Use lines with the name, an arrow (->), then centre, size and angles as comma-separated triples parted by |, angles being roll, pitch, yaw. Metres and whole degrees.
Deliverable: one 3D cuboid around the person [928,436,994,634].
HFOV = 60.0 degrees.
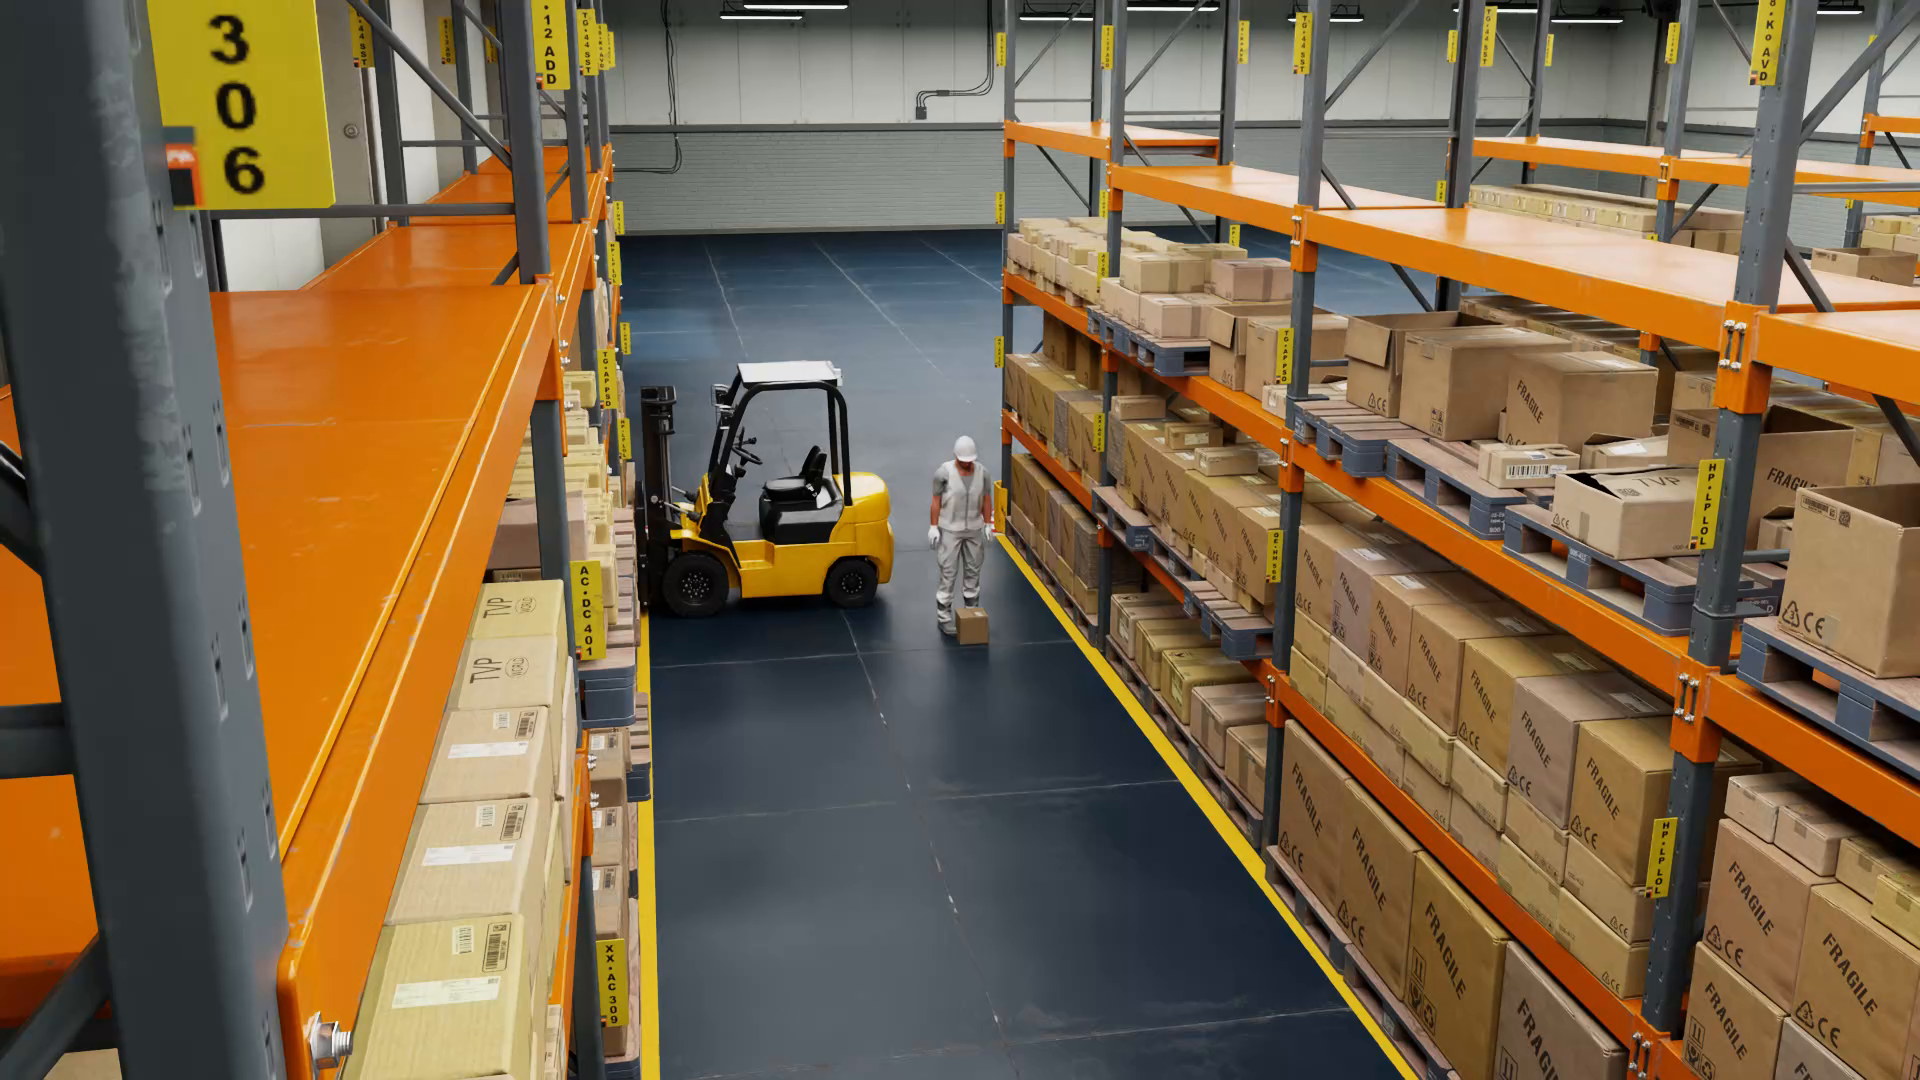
person -> 0.032, -0.064, 14.657 | 0.592, 1.772, 0.411 | -6, 17, -19
